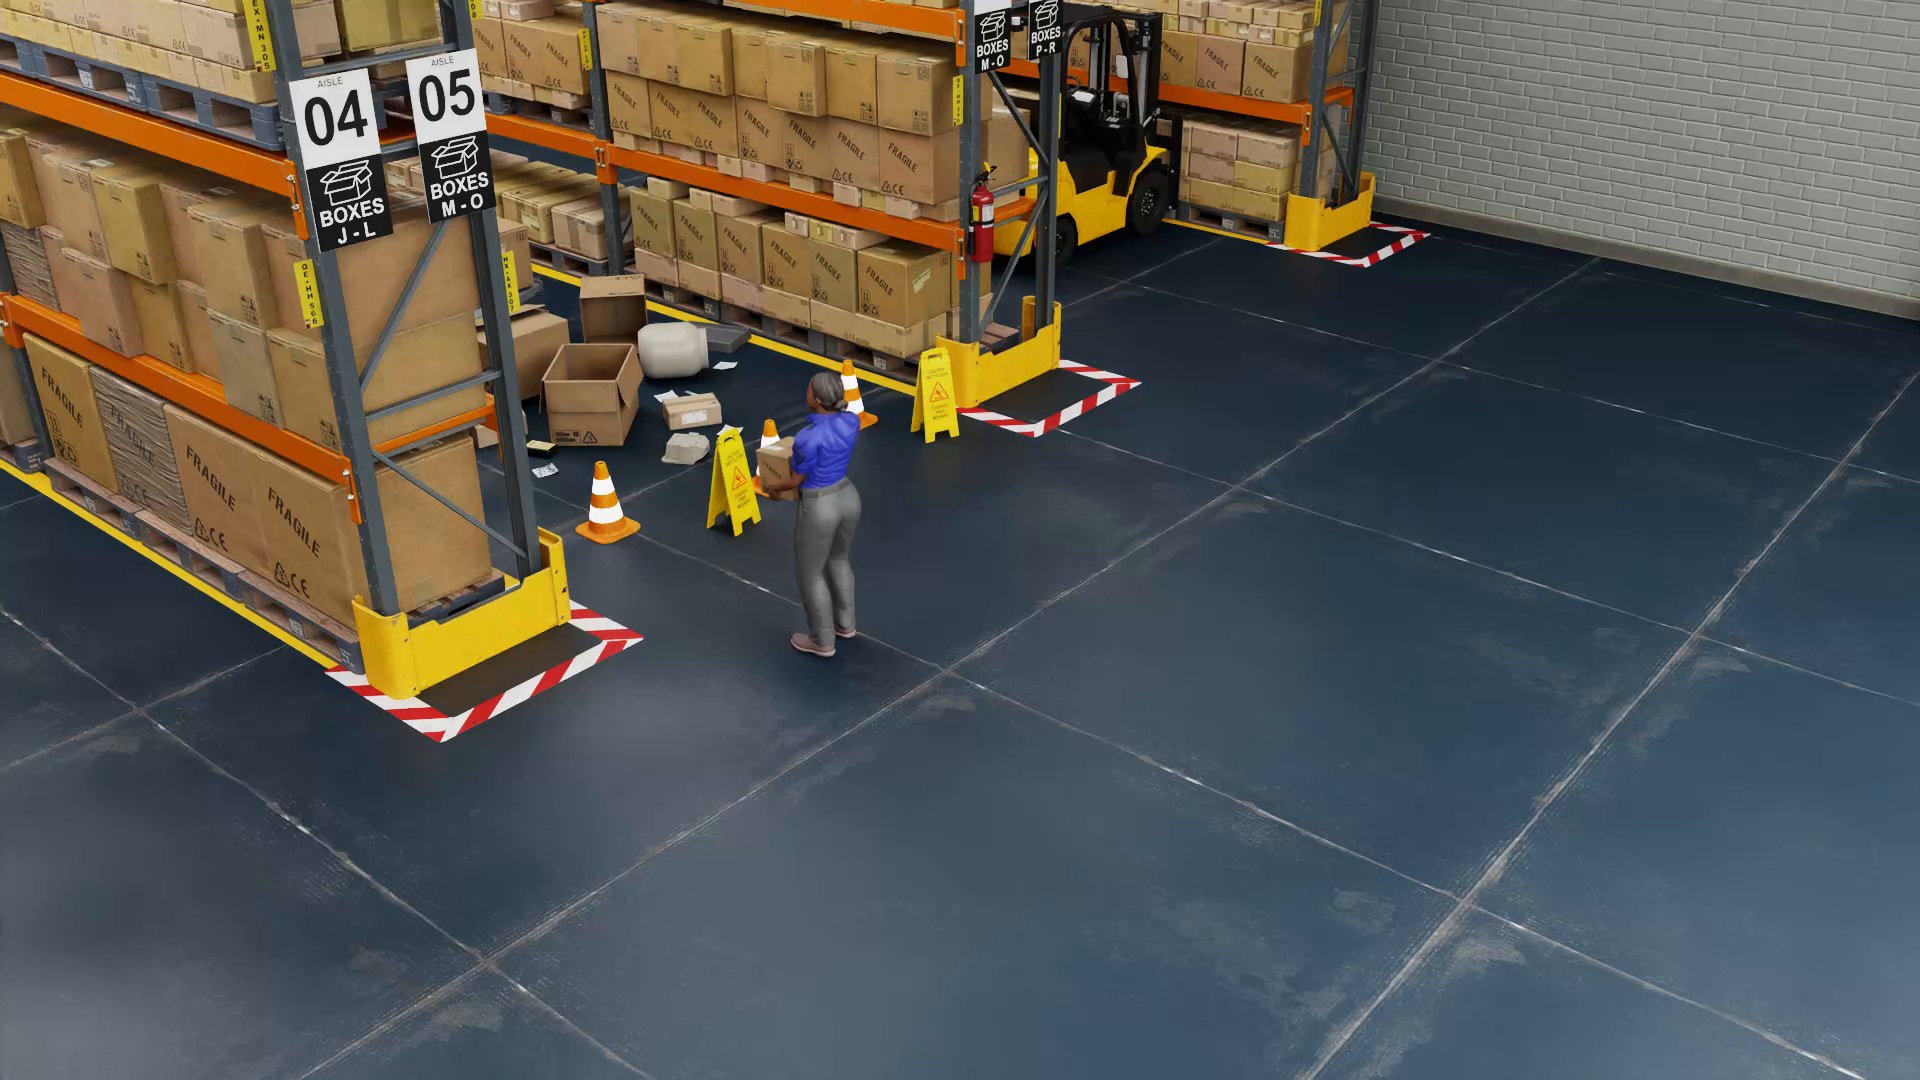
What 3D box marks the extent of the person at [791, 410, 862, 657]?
[{"bbox_3d":[-0.750,-0.069,8.997,0.394,1.436,0.439,22,34,35],"label":"person"}]
